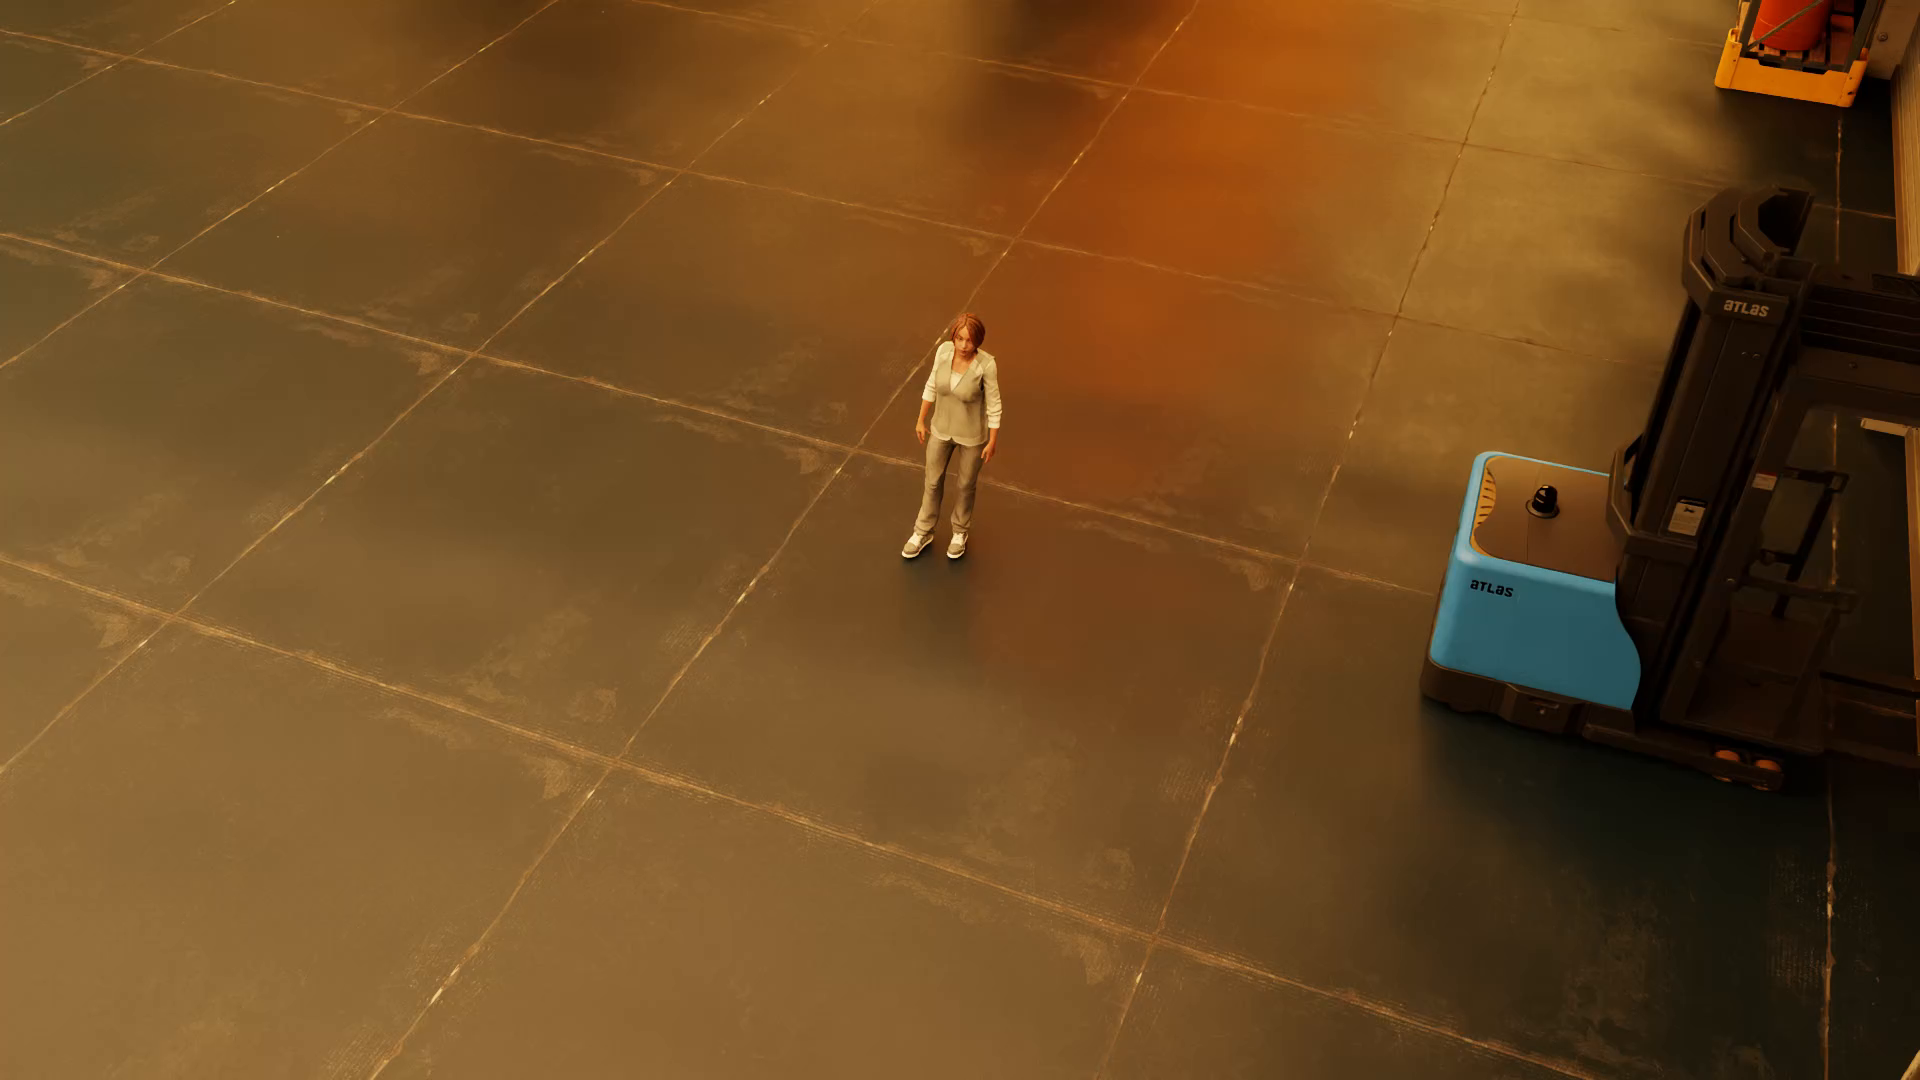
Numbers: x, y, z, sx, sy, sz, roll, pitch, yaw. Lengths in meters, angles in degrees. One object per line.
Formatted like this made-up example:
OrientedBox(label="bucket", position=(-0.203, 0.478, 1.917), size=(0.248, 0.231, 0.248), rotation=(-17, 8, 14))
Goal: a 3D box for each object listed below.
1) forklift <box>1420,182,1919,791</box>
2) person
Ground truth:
OrientedBox(label="forklift", position=(4.120, -0.197, 8.242), size=(3.031, 2.935, 1.130), rotation=(13, 42, 15))
OrientedBox(label="person", position=(-0.041, -0.577, 9.724), size=(0.521, 1.599, 0.473), rotation=(15, 42, 17))
